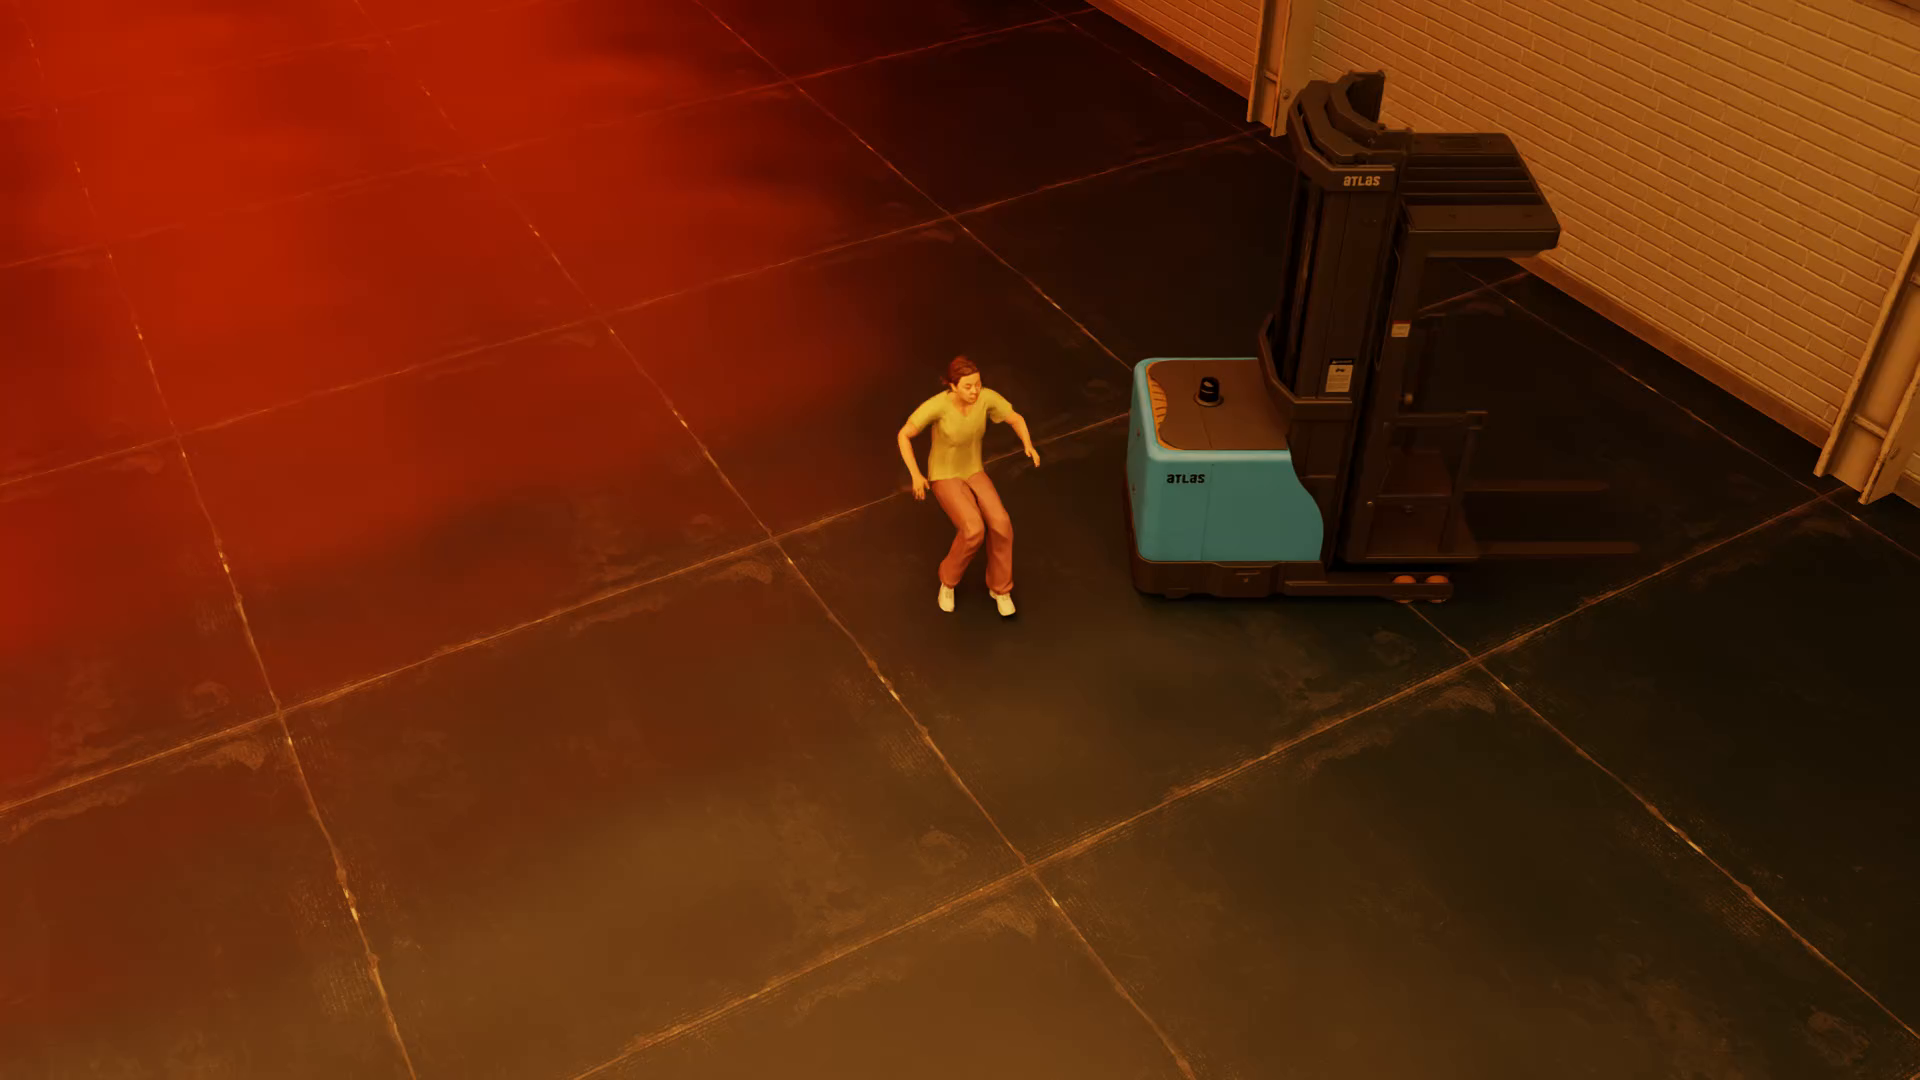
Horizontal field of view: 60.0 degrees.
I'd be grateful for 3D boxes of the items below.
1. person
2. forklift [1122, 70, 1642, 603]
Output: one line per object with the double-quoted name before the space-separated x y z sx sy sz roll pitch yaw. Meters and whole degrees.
"person" 0.114 -0.313 9.600 0.800 1.436 0.835 -24 46 -27
"forklift" 2.546 -1.096 9.357 3.031 2.935 1.130 0 40 0
